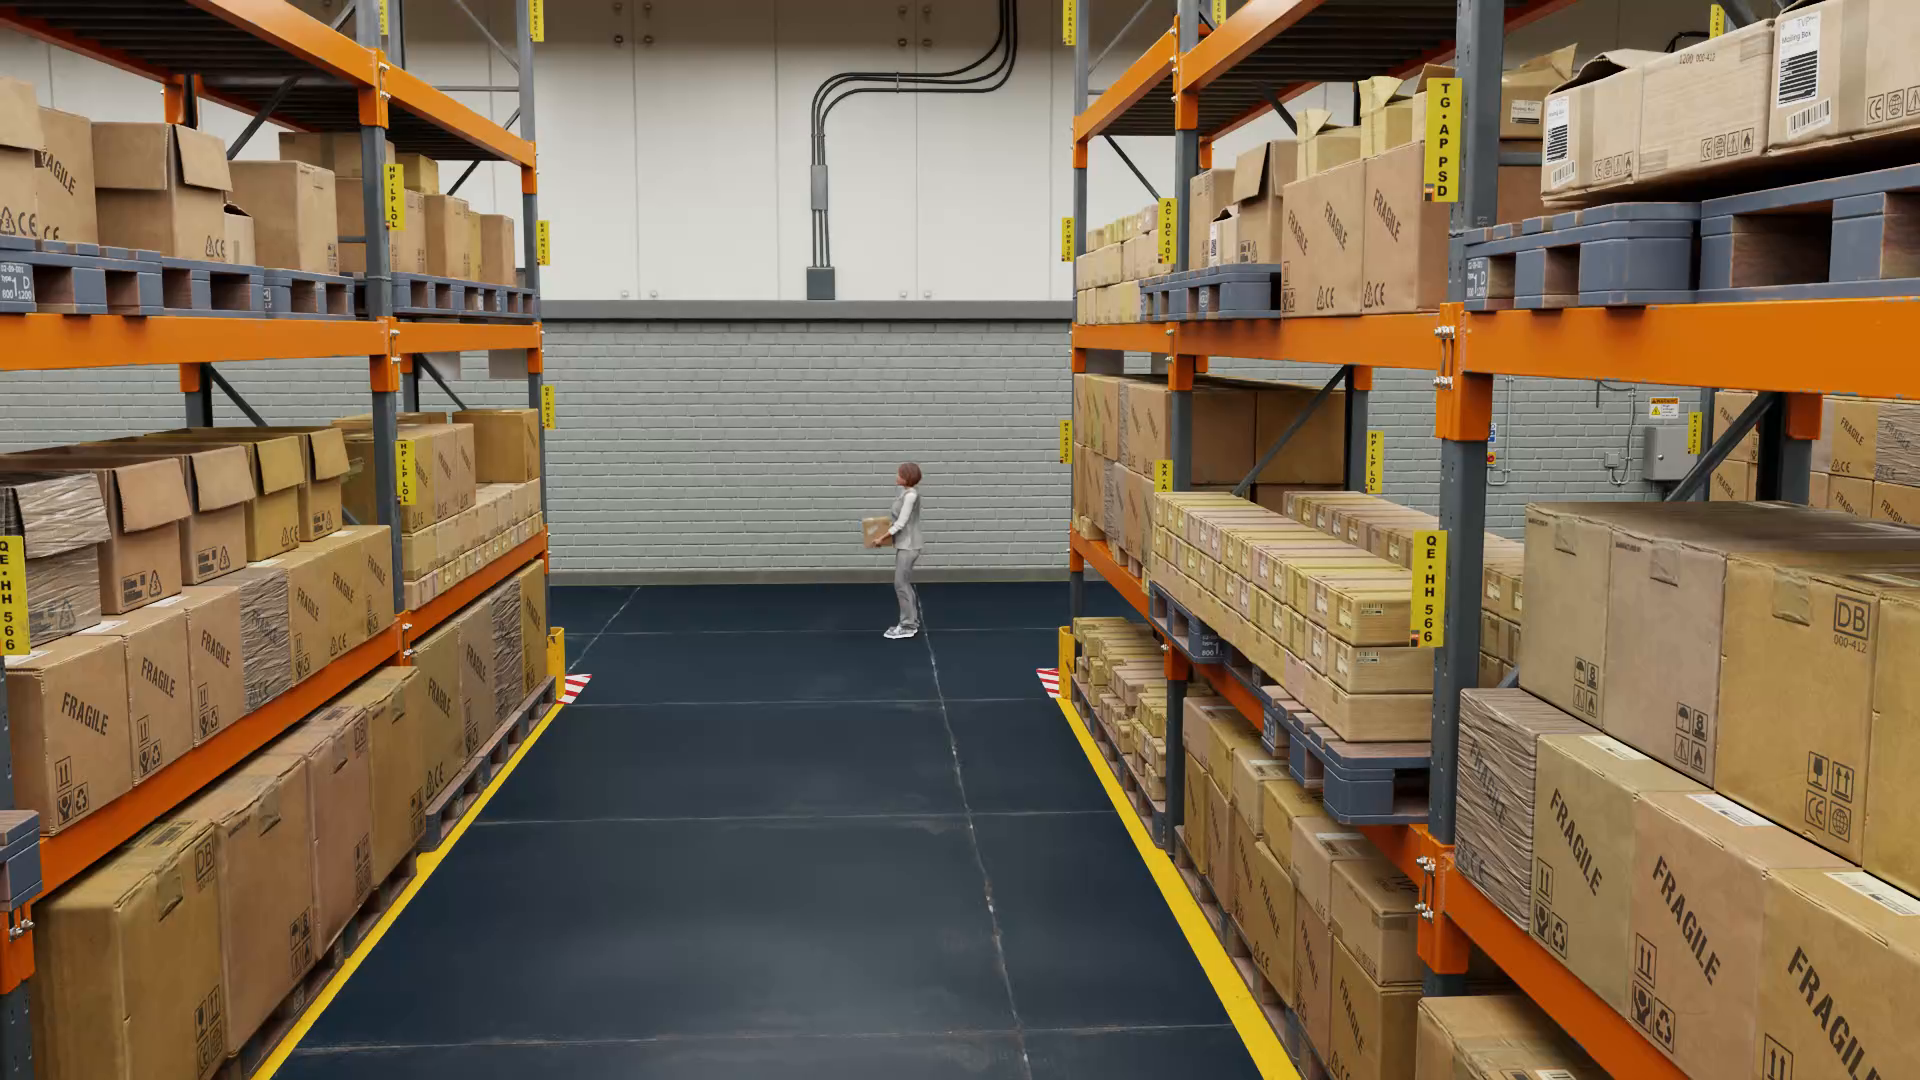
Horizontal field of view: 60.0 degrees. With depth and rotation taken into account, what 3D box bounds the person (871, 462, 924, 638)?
[{"bbox_3d":[-0.571,0.099,15.094,0.489,1.570,0.425,0,7,-4],"label":"person"}]
